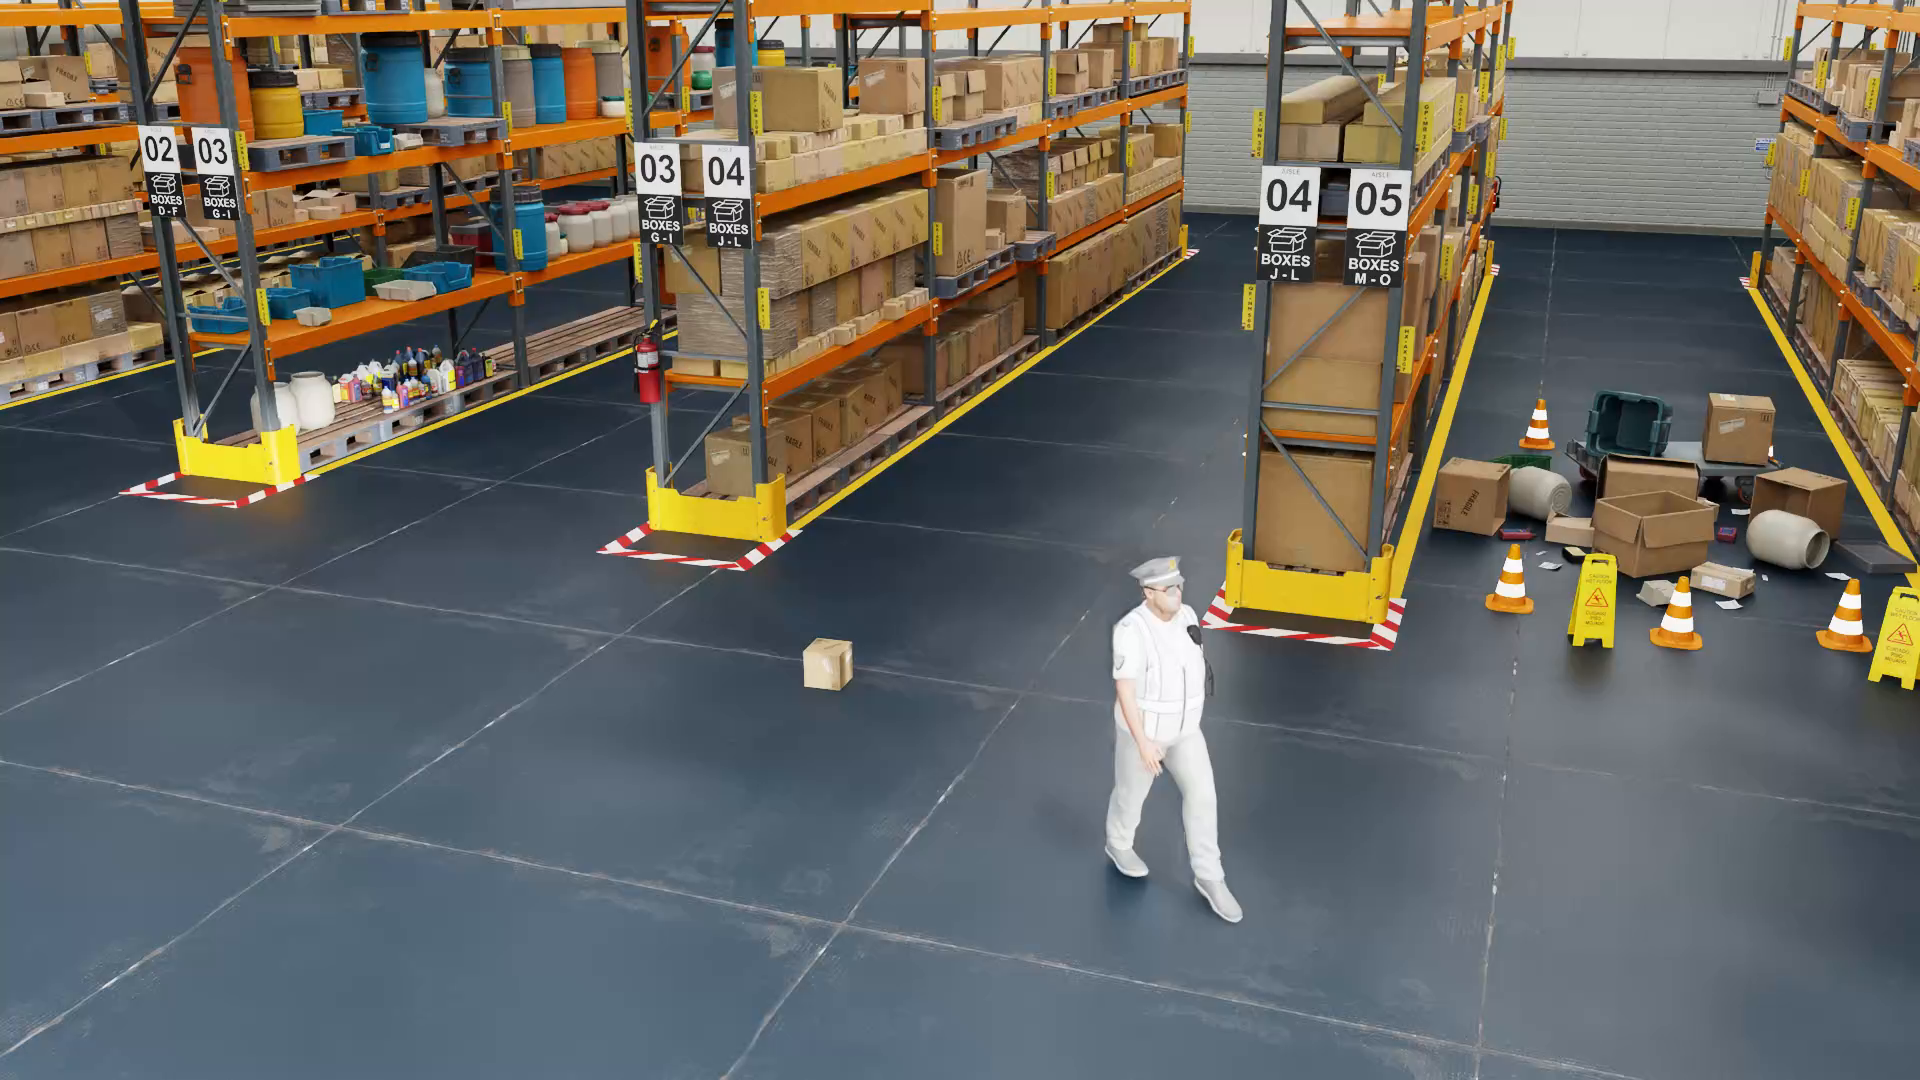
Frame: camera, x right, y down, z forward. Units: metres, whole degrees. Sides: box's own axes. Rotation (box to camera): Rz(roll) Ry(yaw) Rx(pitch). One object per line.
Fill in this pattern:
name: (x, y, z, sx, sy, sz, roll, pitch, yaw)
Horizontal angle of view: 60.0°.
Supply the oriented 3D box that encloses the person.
person: (1.028, 0.954, 8.188, 0.536, 1.787, 0.844, -10, 21, -29)
